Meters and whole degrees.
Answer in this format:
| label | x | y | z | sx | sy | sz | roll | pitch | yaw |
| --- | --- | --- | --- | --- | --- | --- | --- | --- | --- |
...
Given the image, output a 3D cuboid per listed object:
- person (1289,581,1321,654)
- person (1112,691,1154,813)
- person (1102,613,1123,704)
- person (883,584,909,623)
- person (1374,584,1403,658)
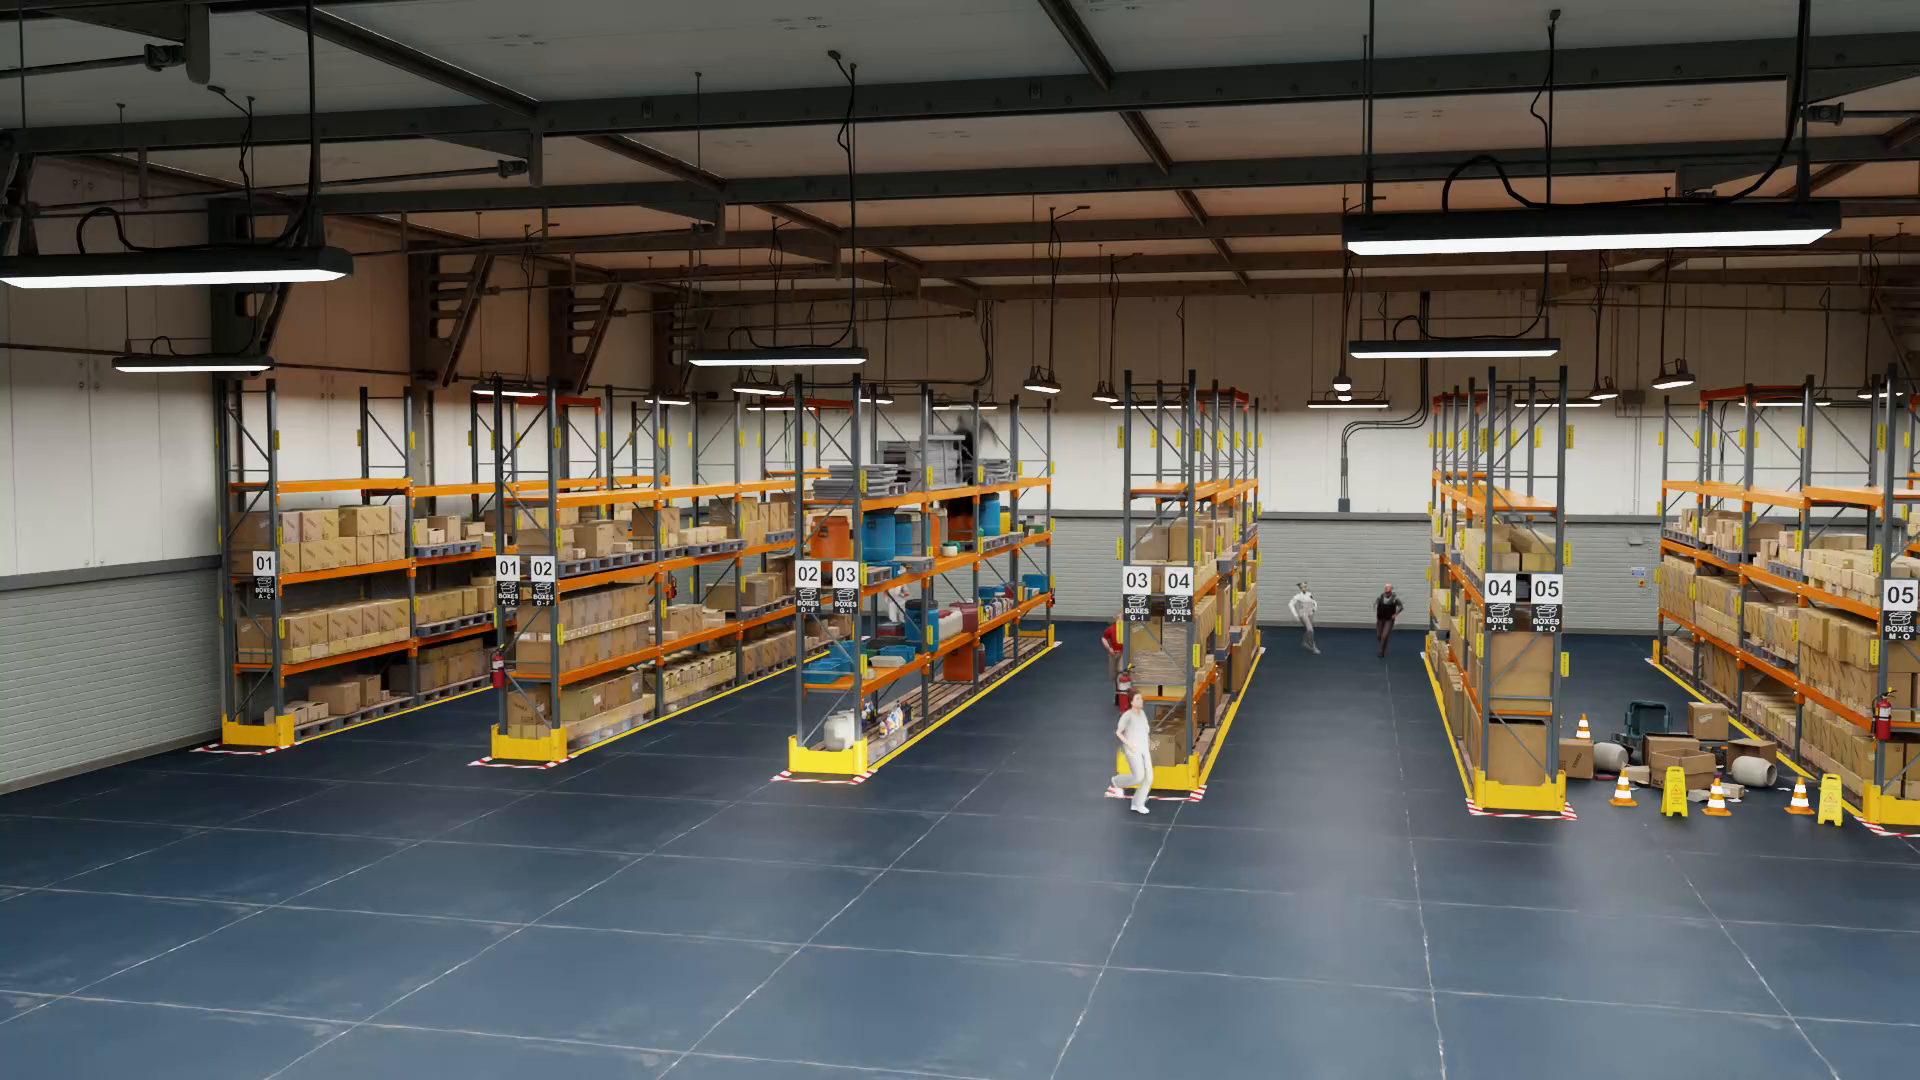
| label | x | y | z | sx | sy | sz | roll | pitch | yaw |
| --- | --- | --- | --- | --- | --- | --- | --- | --- | --- |
| person | 8.154 | 1.819 | 39.213 | 0.662 | 1.698 | 0.769 | -2 | 4 | -24 |
| person | 2.351 | 2.849 | 22.495 | 0.565 | 1.620 | 0.623 | -3 | 4 | -38 |
| person | 3.071 | 2.245 | 31.996 | 0.687 | 1.722 | 0.911 | 0 | 3 | 8 |
| person | -1.573 | 1.652 | 40.873 | 0.661 | 1.812 | 0.894 | 0 | 3 | 3 |
| person | 9.911 | 1.856 | 38.511 | 0.672 | 1.708 | 0.776 | 2 | 4 | 33 |
